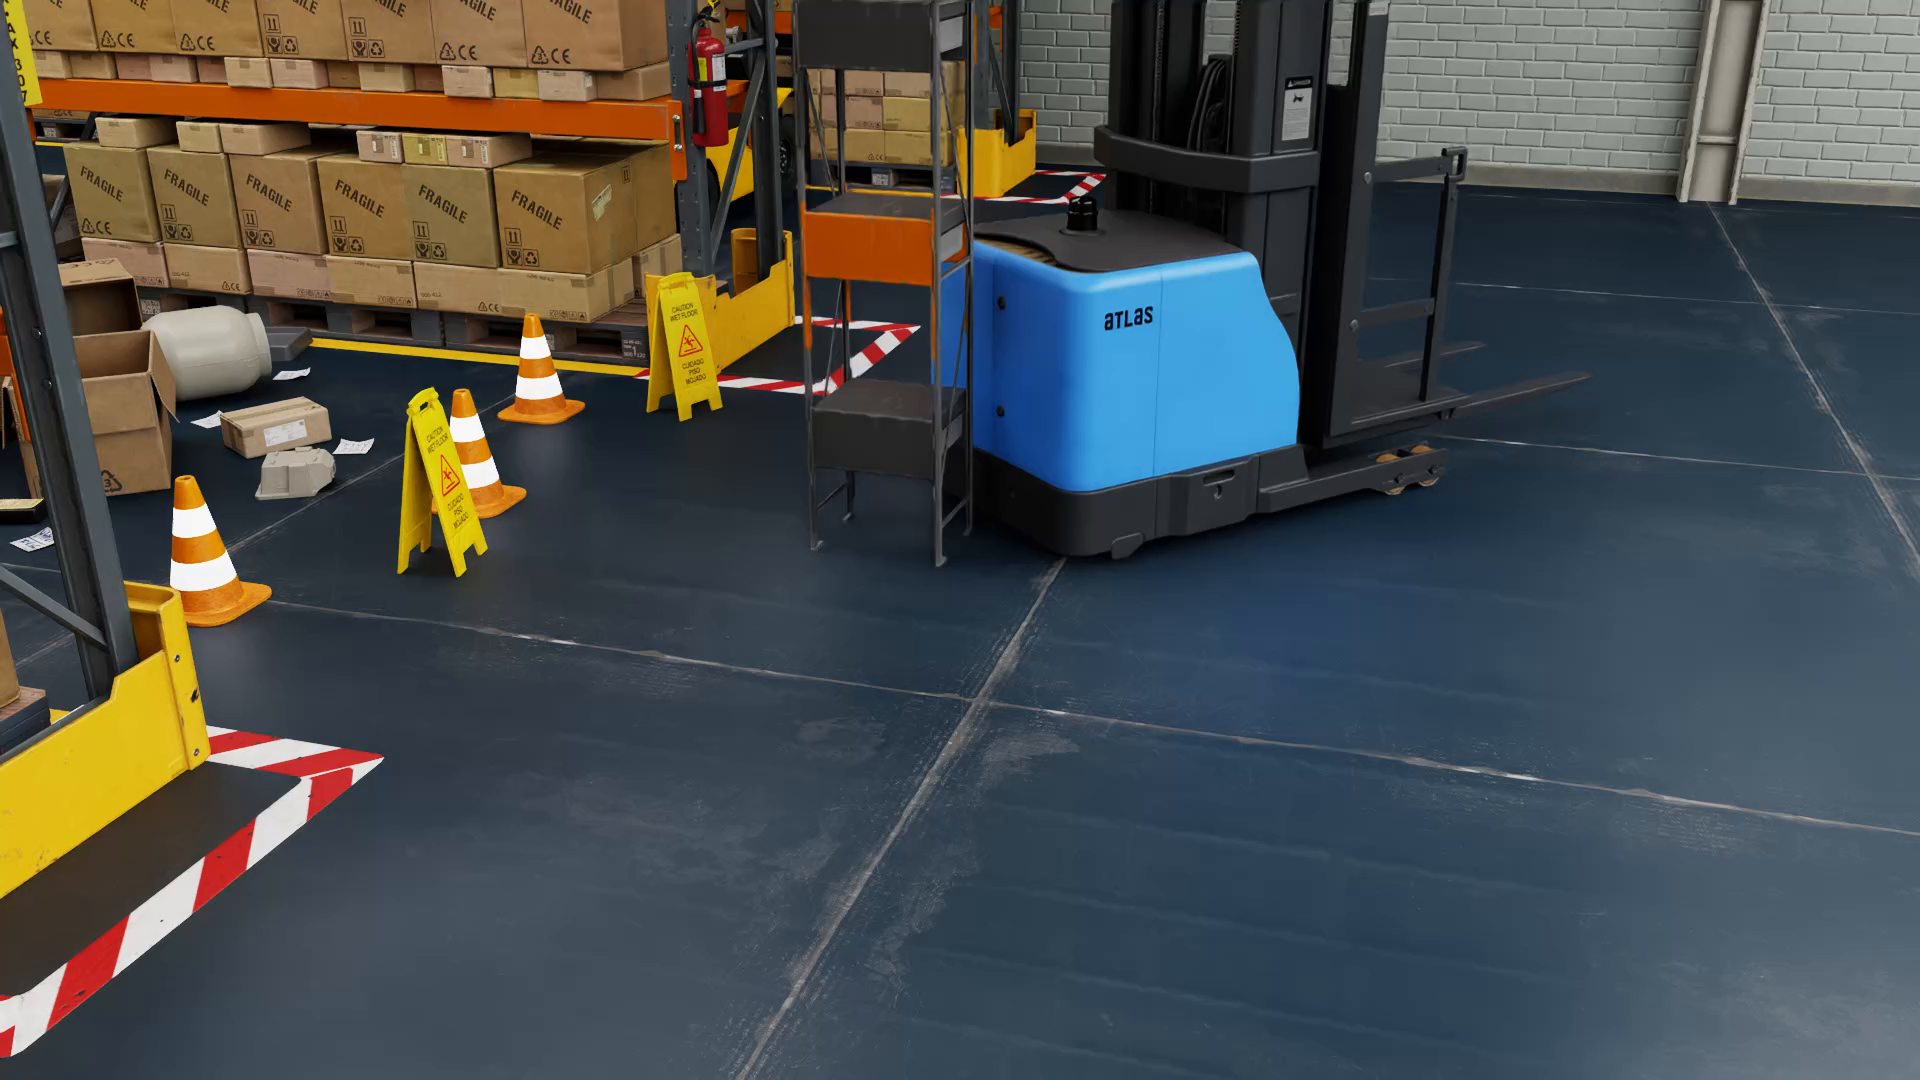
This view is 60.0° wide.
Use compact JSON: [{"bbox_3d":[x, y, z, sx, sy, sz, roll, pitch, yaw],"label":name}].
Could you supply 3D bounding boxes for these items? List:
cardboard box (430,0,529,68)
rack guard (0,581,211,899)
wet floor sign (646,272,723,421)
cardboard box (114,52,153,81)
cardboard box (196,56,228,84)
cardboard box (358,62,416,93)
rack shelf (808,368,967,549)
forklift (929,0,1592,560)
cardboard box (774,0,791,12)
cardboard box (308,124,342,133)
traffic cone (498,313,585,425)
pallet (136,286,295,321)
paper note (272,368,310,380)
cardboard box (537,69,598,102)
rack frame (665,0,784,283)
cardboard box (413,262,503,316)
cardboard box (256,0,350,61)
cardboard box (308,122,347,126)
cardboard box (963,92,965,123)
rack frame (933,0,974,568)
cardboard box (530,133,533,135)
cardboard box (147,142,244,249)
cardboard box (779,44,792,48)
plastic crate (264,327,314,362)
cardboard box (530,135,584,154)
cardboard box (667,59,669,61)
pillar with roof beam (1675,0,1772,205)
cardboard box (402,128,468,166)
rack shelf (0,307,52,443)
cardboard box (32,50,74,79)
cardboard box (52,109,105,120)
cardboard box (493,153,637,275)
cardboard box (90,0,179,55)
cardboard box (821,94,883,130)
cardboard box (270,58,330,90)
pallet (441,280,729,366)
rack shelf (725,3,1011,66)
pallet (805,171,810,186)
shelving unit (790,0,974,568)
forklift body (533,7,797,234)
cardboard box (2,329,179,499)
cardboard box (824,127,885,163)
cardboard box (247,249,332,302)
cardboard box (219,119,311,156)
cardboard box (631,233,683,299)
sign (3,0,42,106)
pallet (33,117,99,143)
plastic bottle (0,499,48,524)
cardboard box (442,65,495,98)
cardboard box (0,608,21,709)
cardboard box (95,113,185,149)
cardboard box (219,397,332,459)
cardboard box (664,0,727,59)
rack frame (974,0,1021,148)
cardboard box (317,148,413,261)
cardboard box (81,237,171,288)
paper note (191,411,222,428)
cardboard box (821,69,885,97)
[{"bbox_3d":[-2.233,-2.603,8.139,0.500,0.500,0.500,7,23,16],"label":"cardboard box"},{"bbox_3d":[-2.466,0.566,4.232,0.348,0.500,1.175,7,23,16],"label":"rack guard"},{"bbox_3d":[-1.283,-0.904,7.623,0.232,0.644,0.267,16,27,34],"label":"wet floor sign"},{"bbox_3d":[-4.256,-2.547,8.858,0.250,0.149,0.380,6,23,15],"label":"cardboard box"},{"bbox_3d":[-3.765,-2.489,8.718,0.250,0.149,0.380,6,23,15],"label":"cardboard box"},{"bbox_3d":[-2.820,-2.365,8.413,0.250,0.149,0.380,6,23,15],"label":"cardboard box"},{"bbox_3d":[-0.252,-0.310,6.139,0.480,0.518,0.431,7,23,17],"label":"rack shelf"},{"bbox_3d":[1.392,-1.690,6.529,3.031,2.935,1.130,-14,26,-30],"label":"forklift"},{"bbox_3d":[-1.257,-4.328,12.736,0.500,0.500,0.500,6,23,14],"label":"cardboard box"},{"bbox_3d":[-3.854,-2.088,9.489,0.500,0.500,0.500,7,23,16],"label":"cardboard box"},{"bbox_3d":[-1.940,-0.808,7.629,0.334,0.463,0.336,7,23,16],"label":"traffic cone"},{"bbox_3d":[-4.332,-1.490,9.625,1.213,0.211,1.003,7,23,16],"label":"pallet"},{"bbox_3d":[-3.312,-0.826,8.244,0.148,0.019,0.142,-1,22,-3],"label":"paper note"},{"bbox_3d":[-1.850,-2.237,8.103,0.250,0.149,0.380,6,23,15],"label":"cardboard box"},{"bbox_3d":[-1.156,-2.403,8.175,0.127,3.000,1.000,7,23,16],"label":"rack frame"},{"bbox_3d":[-2.501,-1.375,8.741,0.500,0.250,0.500,7,23,16],"label":"cardboard box"},{"bbox_3d":[-3.191,-2.721,8.428,0.500,0.500,0.500,7,23,16],"label":"cardboard box"},{"bbox_3d":[-5.519,-3.963,14.556,0.625,0.625,0.875,6,23,13],"label":"cardboard box"},{"bbox_3d":[-0.116,-3.487,13.230,0.500,0.250,0.500,7,23,16],"label":"cardboard box"},{"bbox_3d":[-0.020,-0.941,5.798,0.015,2.100,0.400,7,23,17],"label":"rack frame"},{"bbox_3d":[-3.187,-3.394,13.661,0.500,0.250,0.500,7,23,16],"label":"cardboard box"},{"bbox_3d":[-3.982,-1.893,9.015,0.500,0.500,0.500,8,23,18],"label":"cardboard box"},{"bbox_3d":[-1.575,-3.884,13.538,0.500,0.250,0.500,6,23,14],"label":"cardboard box"},{"bbox_3d":[-3.719,-1.020,8.652,0.583,0.080,0.402,-1,22,-3],"label":"plastic crate"},{"bbox_3d":[-2.373,-1.919,9.077,0.500,0.500,0.500,6,23,14],"label":"cardboard box"},{"bbox_3d":[-1.421,-2.399,8.497,0.250,0.149,0.380,7,23,16],"label":"cardboard box"},{"bbox_3d":[4.369,-5.164,7.002,0.400,9.000,9.100,7,23,16],"label":"pillar with roof beam"},{"bbox_3d":[-2.609,-2.010,8.444,0.250,0.149,0.380,7,23,16],"label":"cardboard box"},{"bbox_3d":[-4.403,-0.480,4.435,4.000,0.370,1.077,7,23,16],"label":"rack shelf"},{"bbox_3d":[-4.776,-2.574,8.924,0.250,0.149,0.380,6,23,15],"label":"cardboard box"},{"bbox_3d":[-7.851,-4.090,15.028,0.500,0.500,0.500,7,23,17],"label":"cardboard box"},{"bbox_3d":[-1.998,-1.665,8.458,0.500,0.500,0.500,7,23,16],"label":"cardboard box"},{"bbox_3d":[-4.157,-2.829,8.691,0.500,0.500,0.500,6,23,15],"label":"cardboard box"},{"bbox_3d":[-0.759,-3.359,12.917,0.500,0.250,0.500,6,23,15],"label":"cardboard box"},{"bbox_3d":[-3.305,-2.413,8.531,0.250,0.149,0.380,6,23,15],"label":"cardboard box"},{"bbox_3d":[-1.996,-1.223,8.973,1.213,0.211,1.003,7,23,16],"label":"pallet"},{"bbox_3d":[-1.640,-4.093,13.244,4.000,0.370,1.077,7,23,16],"label":"rack shelf"},{"bbox_3d":[-1.634,-3.120,13.597,1.213,0.211,1.003,7,23,15],"label":"pallet"},{"bbox_3d":[-0.252,-0.970,5.869,0.503,2.100,0.431,7,23,17],"label":"shelving unit"},{"bbox_3d":[-2.068,-3.359,11.625,1.214,2.155,2.313,7,23,16],"label":"forklift body"},{"bbox_3d":[-3.569,-0.521,6.876,0.637,0.503,0.797,-9,24,-21],"label":"cardboard box"},{"bbox_3d":[-0.740,-3.123,13.002,0.500,0.250,0.500,7,23,15],"label":"cardboard box"},{"bbox_3d":[-3.475,-1.489,9.017,0.500,0.250,0.500,6,23,15],"label":"cardboard box"},{"bbox_3d":[-3.645,-2.128,8.732,0.250,0.149,0.380,8,24,19],"label":"cardboard box"},{"bbox_3d":[-1.848,-1.514,9.078,0.500,0.250,0.500,6,23,15],"label":"cardboard box"},{"bbox_3d":[-2.323,-1.231,4.074,0.005,0.325,0.100,7,23,16],"label":"sign"},{"bbox_3d":[-8.088,-3.889,15.473,1.213,0.211,1.003,7,23,16],"label":"pallet"},{"bbox_3d":[-3.707,-0.111,6.460,0.283,0.061,0.133,-1,22,-3],"label":"plastic bottle"},{"bbox_3d":[-2.344,-2.290,8.232,0.250,0.149,0.380,7,23,16],"label":"cardboard box"},{"bbox_3d":[-3.157,0.145,4.210,0.875,0.875,0.875,7,23,16],"label":"cardboard box"},{"bbox_3d":[-4.396,-2.212,8.938,0.250,0.149,0.380,7,23,16],"label":"cardboard box"},{"bbox_3d":[-2.993,-0.494,7.277,0.380,0.149,0.250,-20,29,-39],"label":"cardboard box"},{"bbox_3d":[-1.529,-2.739,8.472,0.500,0.500,0.500,6,23,15],"label":"cardboard box"},{"bbox_3d":[0.275,-4.207,12.573,0.127,3.000,1.000,7,23,16],"label":"rack frame"},{"bbox_3d":[-2.980,-1.779,8.736,0.500,0.500,0.500,6,23,14],"label":"cardboard box"},{"bbox_3d":[-4.498,-1.601,9.290,0.500,0.250,0.500,5,23,13],"label":"cardboard box"},{"bbox_3d":[-3.405,-0.552,7.590,0.142,0.019,0.148,16,27,34],"label":"paper note"},{"bbox_3d":[-0.747,-3.582,12.803,0.500,0.250,0.500,7,23,16],"label":"cardboard box"}]
